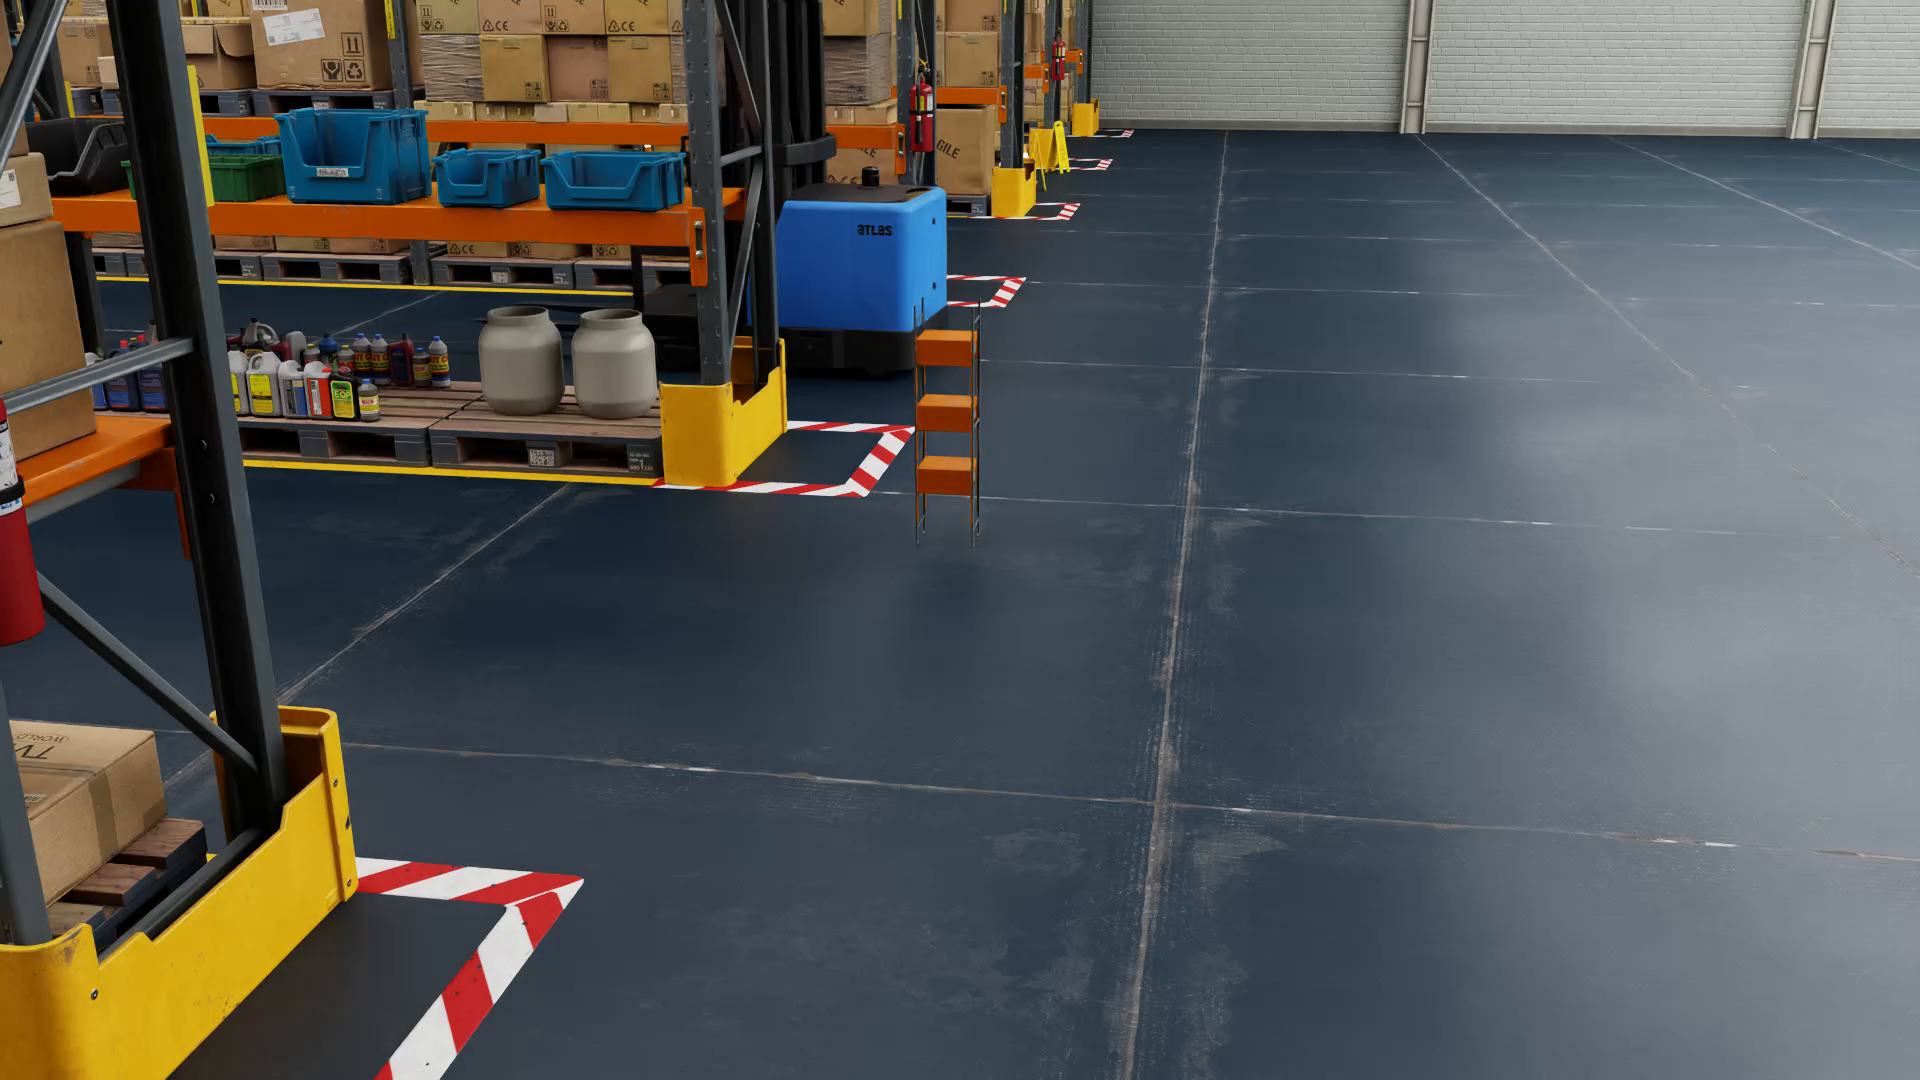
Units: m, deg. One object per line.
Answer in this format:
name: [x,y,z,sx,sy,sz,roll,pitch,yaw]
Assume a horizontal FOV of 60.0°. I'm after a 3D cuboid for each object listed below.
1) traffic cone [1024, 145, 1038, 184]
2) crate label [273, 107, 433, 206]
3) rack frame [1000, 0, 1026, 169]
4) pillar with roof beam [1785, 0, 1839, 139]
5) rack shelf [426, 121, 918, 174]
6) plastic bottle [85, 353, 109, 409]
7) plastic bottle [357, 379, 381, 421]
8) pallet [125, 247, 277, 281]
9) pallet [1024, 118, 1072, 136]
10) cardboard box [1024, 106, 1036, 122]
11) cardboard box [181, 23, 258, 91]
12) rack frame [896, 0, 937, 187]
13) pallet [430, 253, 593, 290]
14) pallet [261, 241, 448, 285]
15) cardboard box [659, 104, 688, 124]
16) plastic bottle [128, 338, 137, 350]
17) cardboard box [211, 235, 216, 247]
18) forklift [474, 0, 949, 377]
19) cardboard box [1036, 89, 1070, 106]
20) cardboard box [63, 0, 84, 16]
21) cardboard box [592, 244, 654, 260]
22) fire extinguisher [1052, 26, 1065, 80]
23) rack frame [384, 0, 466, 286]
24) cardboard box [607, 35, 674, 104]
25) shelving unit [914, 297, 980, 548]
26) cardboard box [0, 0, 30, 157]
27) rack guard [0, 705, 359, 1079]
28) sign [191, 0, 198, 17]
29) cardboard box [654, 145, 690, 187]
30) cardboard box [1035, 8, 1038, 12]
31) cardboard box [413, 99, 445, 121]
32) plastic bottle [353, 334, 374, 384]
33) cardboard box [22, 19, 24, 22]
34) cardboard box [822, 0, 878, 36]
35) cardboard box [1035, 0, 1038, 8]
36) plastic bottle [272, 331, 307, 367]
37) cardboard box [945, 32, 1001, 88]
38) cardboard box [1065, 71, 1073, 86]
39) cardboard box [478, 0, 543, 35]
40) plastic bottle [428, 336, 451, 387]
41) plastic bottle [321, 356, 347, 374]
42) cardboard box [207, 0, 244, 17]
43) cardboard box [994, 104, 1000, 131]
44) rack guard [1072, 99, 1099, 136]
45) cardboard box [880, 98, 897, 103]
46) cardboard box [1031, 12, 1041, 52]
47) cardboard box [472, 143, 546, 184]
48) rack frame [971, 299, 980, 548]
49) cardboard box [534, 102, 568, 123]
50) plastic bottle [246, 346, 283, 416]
traffic cone: [0.774,-4.583,20.270,0.334,0.463,0.336,3,19,9]
crate label: [-2.975,-1.901,8.203,0.616,0.435,0.502,3,19,9]
rack frame: [0.558,-4.977,17.451,0.127,3.000,1.000,3,19,9]
pillar with roof beam: [12.647,-9.298,20.910,0.400,9.000,9.100,3,19,9]
rack shelf: [-2.303,-3.188,13.237,4.000,0.370,1.077,3,19,9]
plastic bottle: [-4.495,-0.834,8.667,0.135,0.276,0.152,4,19,11]
plastic bottle: [-2.997,-0.713,8.425,0.097,0.201,0.097,0,18,0]
pallet: [-6.255,-2.407,14.164,1.213,0.211,1.003,3,19,9]
pallet: [1.265,-6.791,27.268,1.213,0.211,1.003,3,19,9]
cardboard box: [1.023,-6.936,26.978,0.500,0.250,0.500,3,19,9]
cardboard box: [-6.004,-3.936,13.515,0.637,0.503,0.797,5,19,14]
rack frame: [-0.329,-3.428,12.822,0.127,3.000,1.000,3,19,9]
pallet: [-3.609,-2.285,13.799,1.213,0.211,1.003,3,19,9]
pallet: [-5.047,-2.346,13.982,1.213,0.211,1.003,3,19,9]
cardboard box: [-2.141,-3.302,12.839,0.250,0.149,0.380,3,19,9]
plastic bottle: [-4.656,-1.039,9.398,0.097,0.201,0.097,0,18,0]
cardboard box: [-6.452,-2.777,14.120,0.500,0.500,0.700,5,19,13]
forklift: [-1.646,-2.619,10.510,3.031,2.935,1.130,4,19,12]
cardboard box: [1.497,-7.147,26.820,0.500,0.250,0.500,3,19,8]
cardboard box: [-12.612,-7.674,23.779,0.500,0.500,0.500,3,19,9]
cardboard box: [-2.697,-2.578,13.558,0.500,0.500,0.500,1,19,4]
fire extinguisher: [1.283,-6.346,21.665,0.183,0.674,0.296,3,19,9]
rack frame: [-4.278,-3.630,13.424,0.127,3.000,1.000,3,19,9]
cardboard box: [-2.359,-3.708,13.032,0.500,0.500,0.875,3,19,9]
shelving unit: [-0.053,-0.501,7.145,0.252,1.050,0.215,3,19,9]
cardboard box: [-2.415,-1.018,3.416,0.500,0.500,0.700,3,19,9]
rack guard: [-1.880,0.861,3.940,0.348,0.500,1.175,3,19,9]
sign: [-10.691,-7.411,23.236,0.005,0.325,0.100,3,19,9]
cardboard box: [-2.782,-4.317,18.163,0.875,0.875,0.875,3,19,9]
cardboard box: [1.136,-8.409,26.527,0.250,0.149,0.380,3,19,10]
cardboard box: [-4.114,-3.406,13.150,0.250,0.149,0.380,3,19,9]
plastic bottle: [-3.292,-1.003,9.179,0.097,0.271,0.097,0,18,0]
cardboard box: [-10.199,-5.740,18.528,0.250,0.149,0.380,3,19,8]
cardboard box: [-0.911,-4.041,12.452,0.500,0.500,0.500,3,19,9]
cardboard box: [1.129,-8.544,26.462,0.250,0.149,0.380,3,19,10]
plastic bottle: [-3.714,-1.018,9.216,0.135,0.276,0.152,3,19,10]
cardboard box: [0.184,-5.053,17.441,0.550,0.550,0.875,3,19,9]
cardboard box: [1.582,-7.541,27.210,0.500,0.250,0.500,3,19,8]
cardboard box: [-3.380,-4.165,12.823,0.500,0.500,0.500,3,19,9]
plastic bottle: [-2.855,-0.980,9.112,0.097,0.271,0.097,0,18,0]
plastic bottle: [-3.225,-0.807,8.575,0.133,0.283,0.061,3,19,9]
cardboard box: [-10.216,-7.546,23.396,0.500,0.500,0.500,3,19,9]
cardboard box: [0.411,-5.743,22.228,0.500,0.500,0.500,3,19,9]
rack guard: [2.050,-6.902,27.142,0.348,0.500,1.175,3,19,9]
cardboard box: [-0.572,-3.398,13.128,0.250,0.149,0.380,3,19,9]
cardboard box: [0.819,-6.832,22.369,0.500,0.500,0.500,3,19,8]
cardboard box: [-4.971,-4.364,18.501,0.750,0.750,1.050,3,19,9]
rack frame: [0.068,-0.494,7.126,0.008,1.050,0.200,3,19,9]
cardboard box: [-3.129,-3.350,12.984,0.250,0.149,0.380,3,19,9]
plastic bottle: [-3.543,-0.820,8.507,0.185,0.351,0.144,4,19,11]
